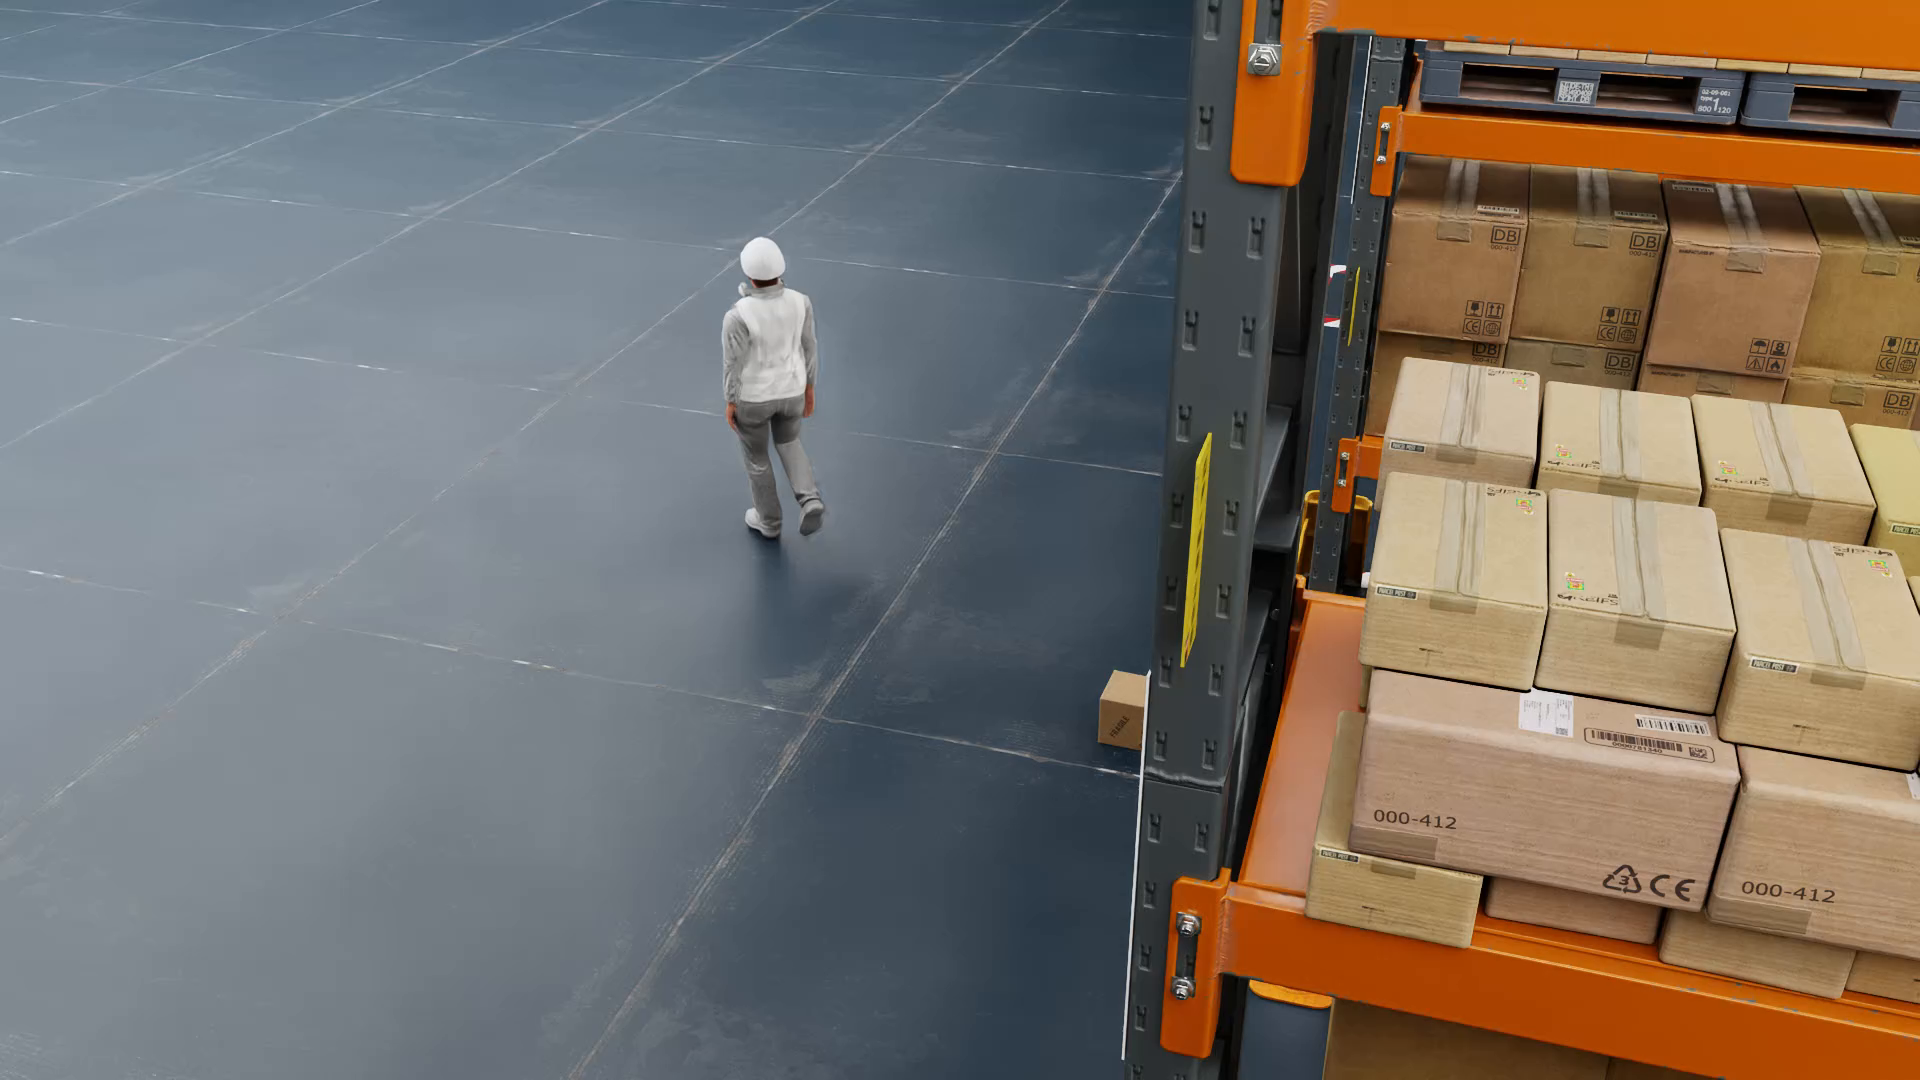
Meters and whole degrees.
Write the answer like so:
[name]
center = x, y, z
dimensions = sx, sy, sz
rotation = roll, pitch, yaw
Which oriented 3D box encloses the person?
[person]
center = -1.020, -0.800, 9.002
dimensions = 0.538, 1.759, 0.554
rotation = -16, 33, -27
